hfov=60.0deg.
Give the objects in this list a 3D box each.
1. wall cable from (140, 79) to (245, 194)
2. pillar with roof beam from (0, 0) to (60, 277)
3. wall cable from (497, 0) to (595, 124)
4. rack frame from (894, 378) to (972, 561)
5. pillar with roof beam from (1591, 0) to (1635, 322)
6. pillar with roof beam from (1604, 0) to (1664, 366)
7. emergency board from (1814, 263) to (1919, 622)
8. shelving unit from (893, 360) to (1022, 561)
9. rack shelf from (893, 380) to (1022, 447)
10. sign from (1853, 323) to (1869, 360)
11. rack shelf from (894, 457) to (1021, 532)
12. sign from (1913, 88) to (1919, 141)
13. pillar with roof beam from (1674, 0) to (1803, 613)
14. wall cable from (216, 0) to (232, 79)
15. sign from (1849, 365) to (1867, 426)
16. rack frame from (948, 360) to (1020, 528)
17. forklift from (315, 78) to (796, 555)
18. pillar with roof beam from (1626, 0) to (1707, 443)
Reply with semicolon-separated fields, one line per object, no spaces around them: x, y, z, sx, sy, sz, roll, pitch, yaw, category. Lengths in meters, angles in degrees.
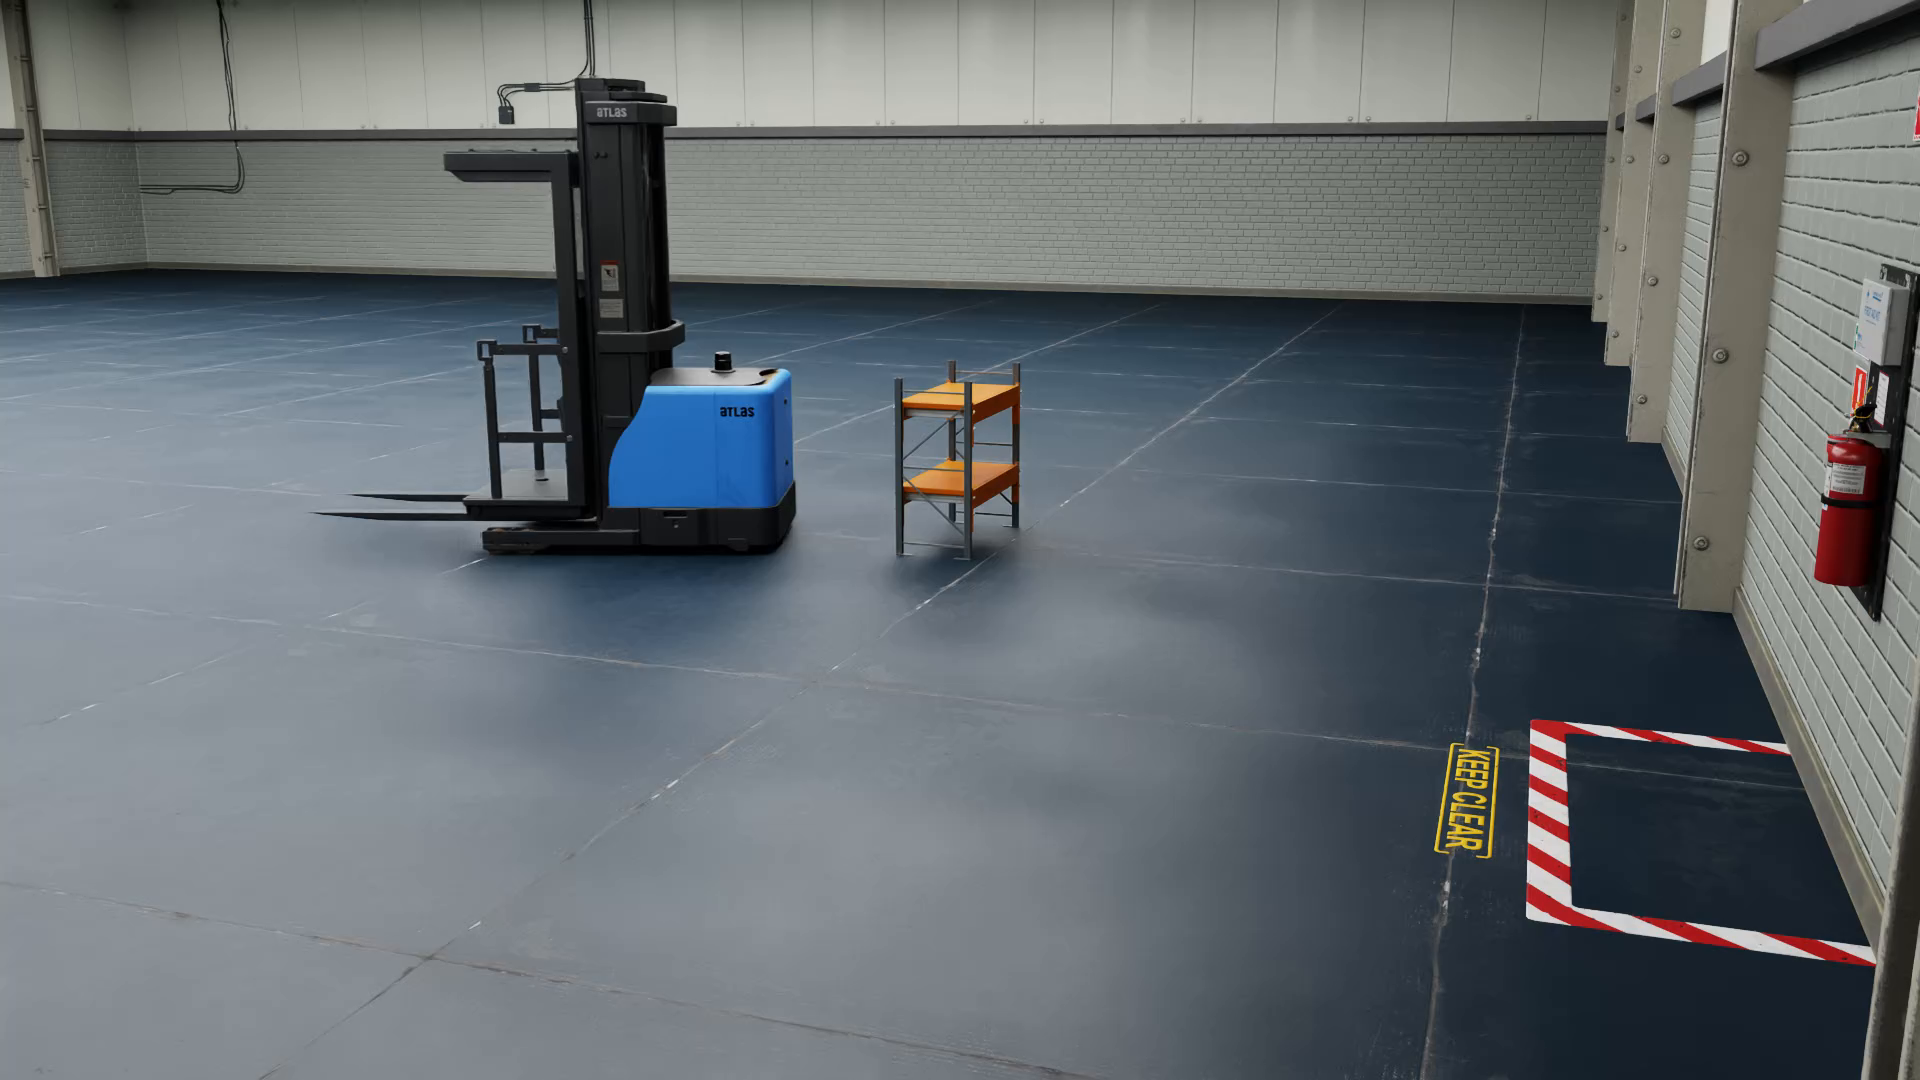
-17.545;-9.103;37.624;3.097;2.526;0.112;4;14;18;wall cable
-15.676;-9.781;33.620;9.100;9.000;0.400;4;14;18;pillar with roof beam
-8.568;-11.588;33.891;2.305;6.003;0.169;4;14;18;wall cable
-0.167;-0.440;10.388;0.500;1.125;0.032;4;14;18;rack frame
5.982;-8.133;26.400;9.100;9.000;0.400;4;14;18;pillar with roof beam
4.041;-6.870;20.865;9.100;9.000;0.400;4;14;18;pillar with roof beam
3.126;-0.363;5.837;0.194;1.169;0.643;4;14;18;emergency board
-0.002;-0.547;10.857;0.538;1.125;1.048;4;14;18;shelving unit
-0.002;-0.832;10.791;0.538;0.278;1.000;4;14;18;rack shelf
3.393;-0.747;6.250;0.001;0.109;0.331;4;14;18;sign
-0.002;-0.309;10.911;0.538;0.278;1.000;4;14;18;rack shelf
3.223;-1.488;5.555;0.001;0.298;0.199;4;14;18;sign
0.158;-4.343;9.795;9.100;9.000;0.400;4;14;18;pillar with roof beam
-14.986;-11.370;36.209;3.097;2.526;0.112;4;14;18;wall cable
3.403;-0.489;6.311;0.001;0.329;0.234;4;14;18;sign
0.162;-0.654;11.325;0.500;1.125;0.032;4;14;18;rack frame
-2.654;-1.452;10.762;3.031;2.935;1.130;0;13;2;forklift
2.100;-5.607;15.330;9.100;9.000;0.400;4;14;18;pillar with roof beam
